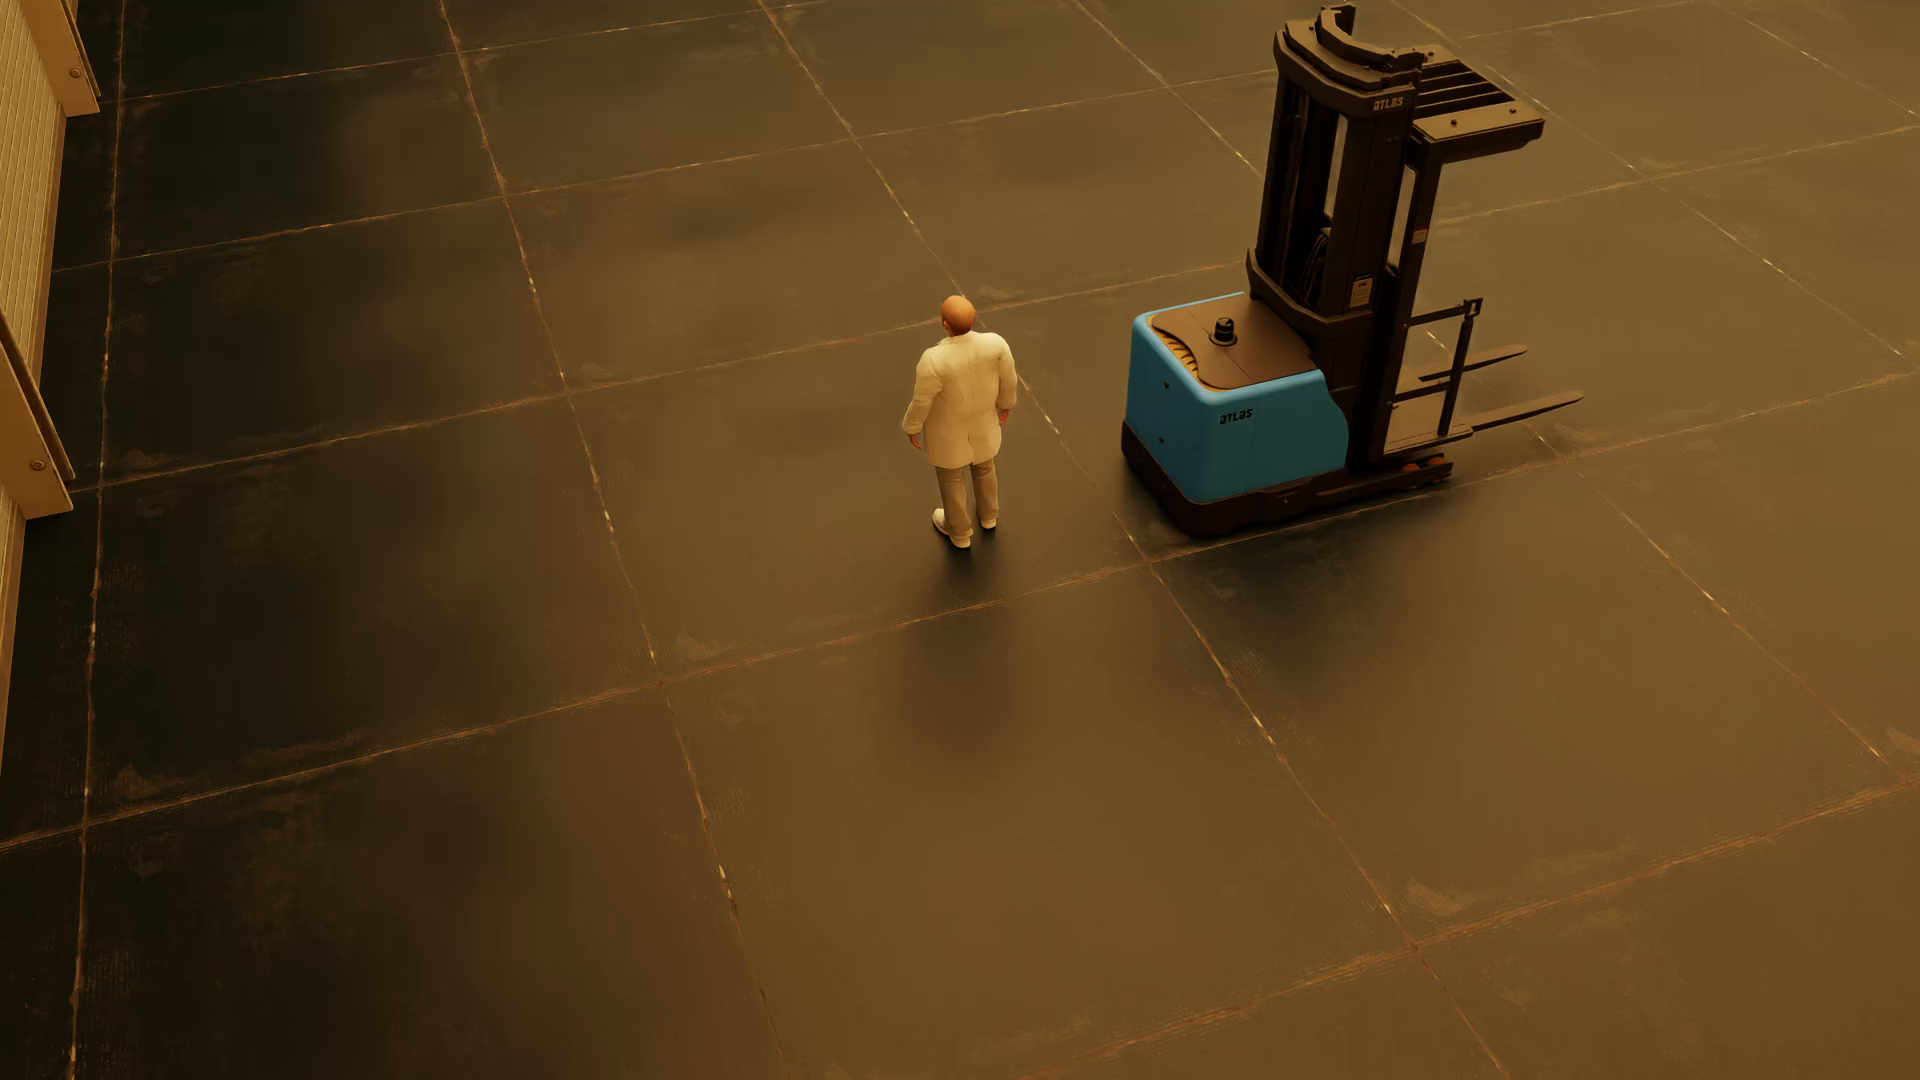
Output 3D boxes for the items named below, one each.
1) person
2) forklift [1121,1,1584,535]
[{"bbox_3d":[-0.028,-0.743,9.766,0.698,1.778,0.578,-13,42,-15],"label":"person"},{"bbox_3d":[2.622,-1.749,10.080,3.031,2.935,1.130,-14,42,-16],"label":"forklift"}]
